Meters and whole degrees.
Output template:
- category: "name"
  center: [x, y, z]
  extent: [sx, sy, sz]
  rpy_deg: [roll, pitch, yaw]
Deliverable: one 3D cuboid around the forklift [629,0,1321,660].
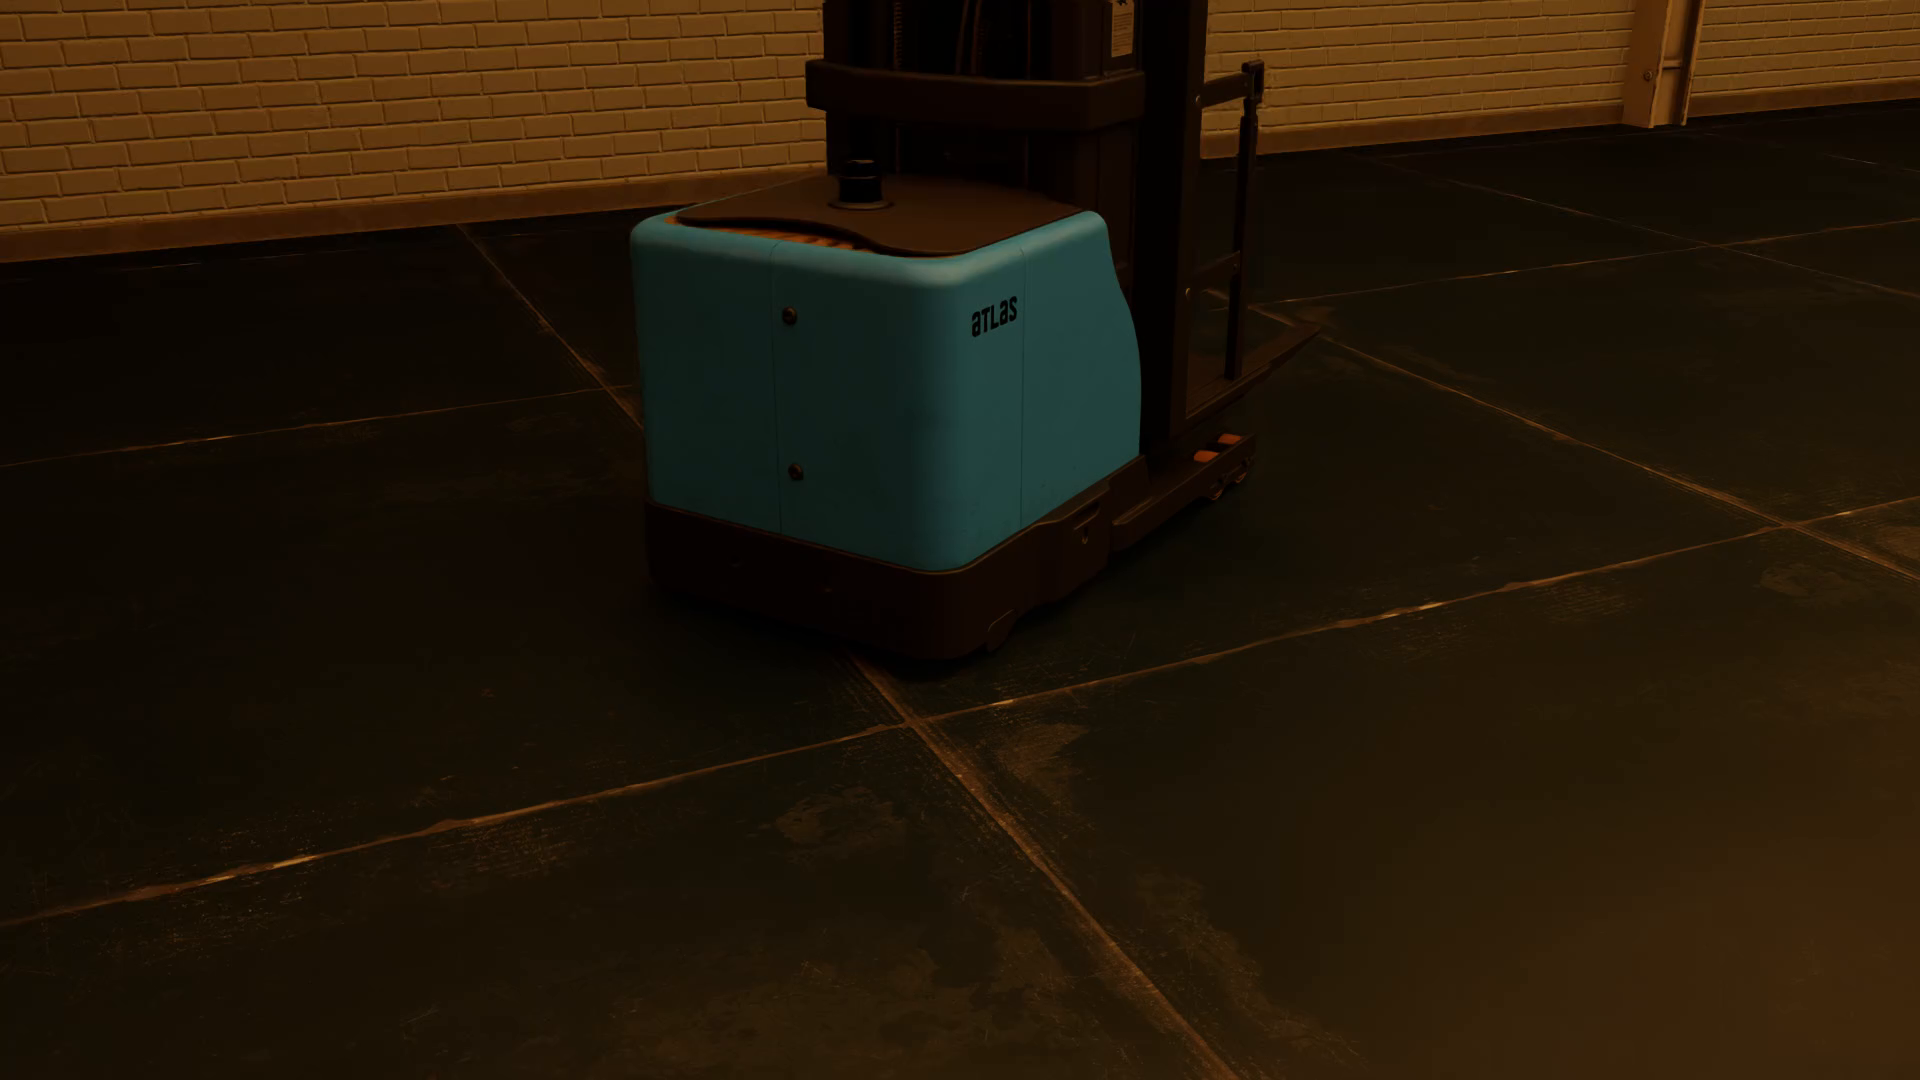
- category: "forklift"
  center: [0.334, -1.566, 5.056]
  extent: [1.130, 2.935, 3.031]
  rpy_deg: [14, 26, 29]
